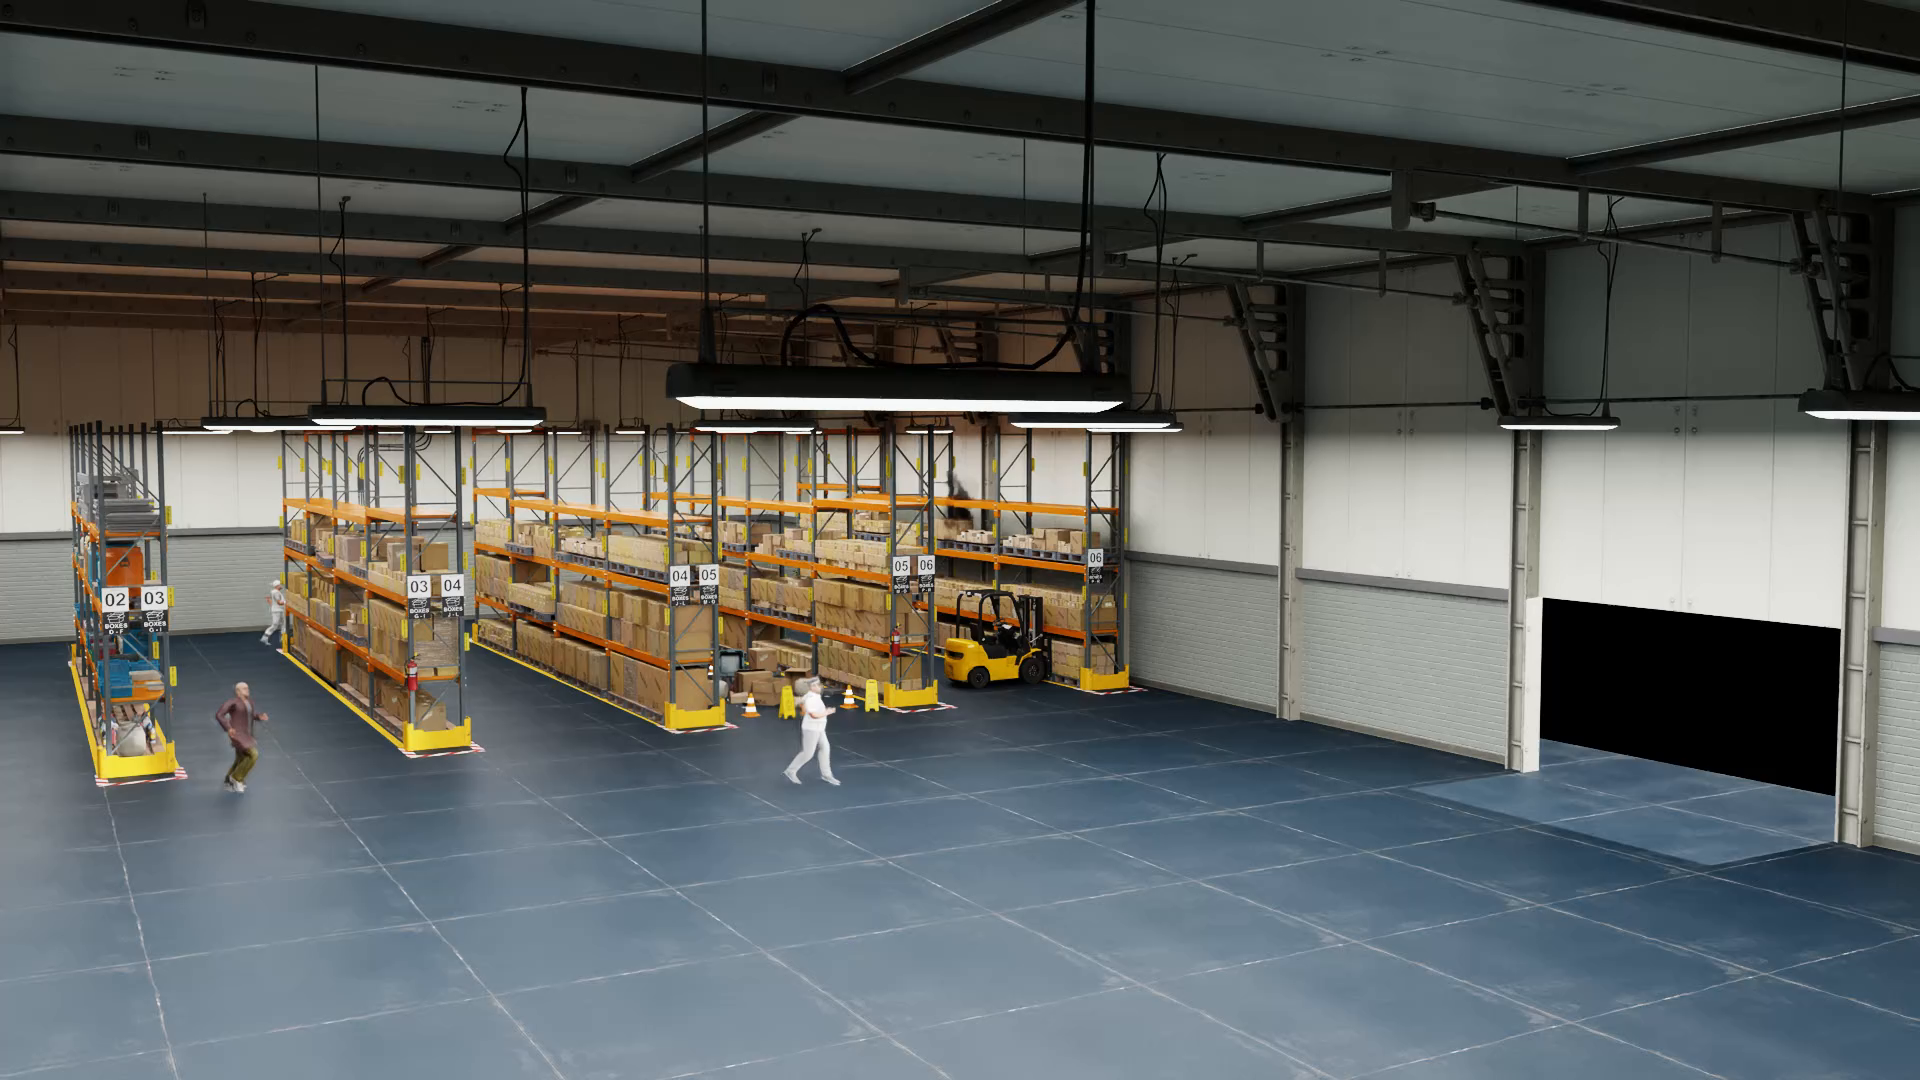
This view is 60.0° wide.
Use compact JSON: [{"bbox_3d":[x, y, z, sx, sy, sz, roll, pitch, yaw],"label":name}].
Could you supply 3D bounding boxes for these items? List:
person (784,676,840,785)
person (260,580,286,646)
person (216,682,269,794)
[{"bbox_3d":[-2.431,3.131,27.295,0.909,1.815,0.681,0,4,4],"label":"person"},{"bbox_3d":[-18.695,2.008,45.455,0.833,1.828,0.682,-1,4,-23],"label":"person"},{"bbox_3d":[-11.563,3.188,26.876,0.744,1.788,0.676,0,4,6],"label":"person"}]
